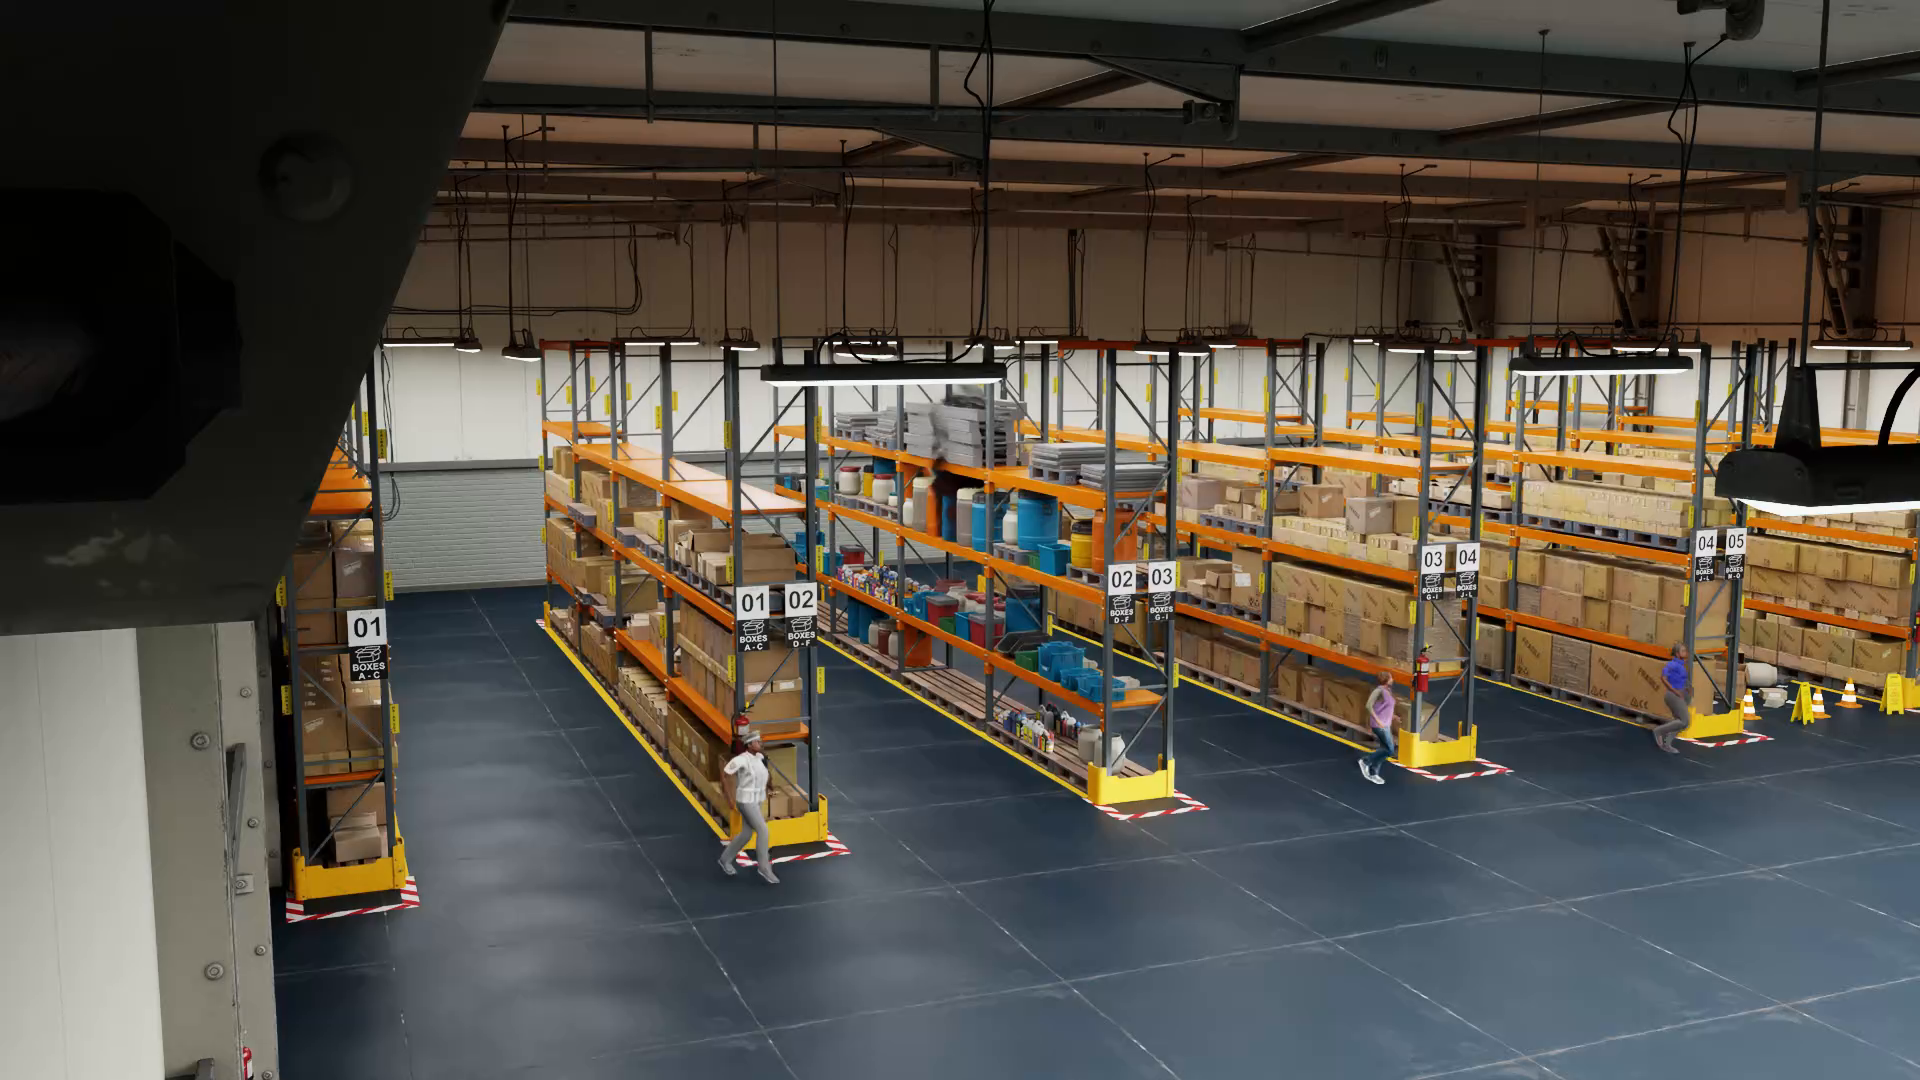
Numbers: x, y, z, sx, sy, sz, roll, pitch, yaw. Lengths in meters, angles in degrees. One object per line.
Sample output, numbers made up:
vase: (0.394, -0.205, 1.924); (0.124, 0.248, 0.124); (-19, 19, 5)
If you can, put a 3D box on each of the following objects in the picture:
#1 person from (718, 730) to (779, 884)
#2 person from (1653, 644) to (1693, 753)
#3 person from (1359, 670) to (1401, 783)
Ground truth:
person: (-2.364, 3.022, 19.071); (0.821, 1.694, 0.584); (3, 8, 24)
person: (10.613, 2.343, 24.681); (0.509, 1.616, 0.610); (5, 9, 34)
person: (5.855, 2.580, 23.077); (0.518, 1.556, 0.529); (4, 9, 29)
